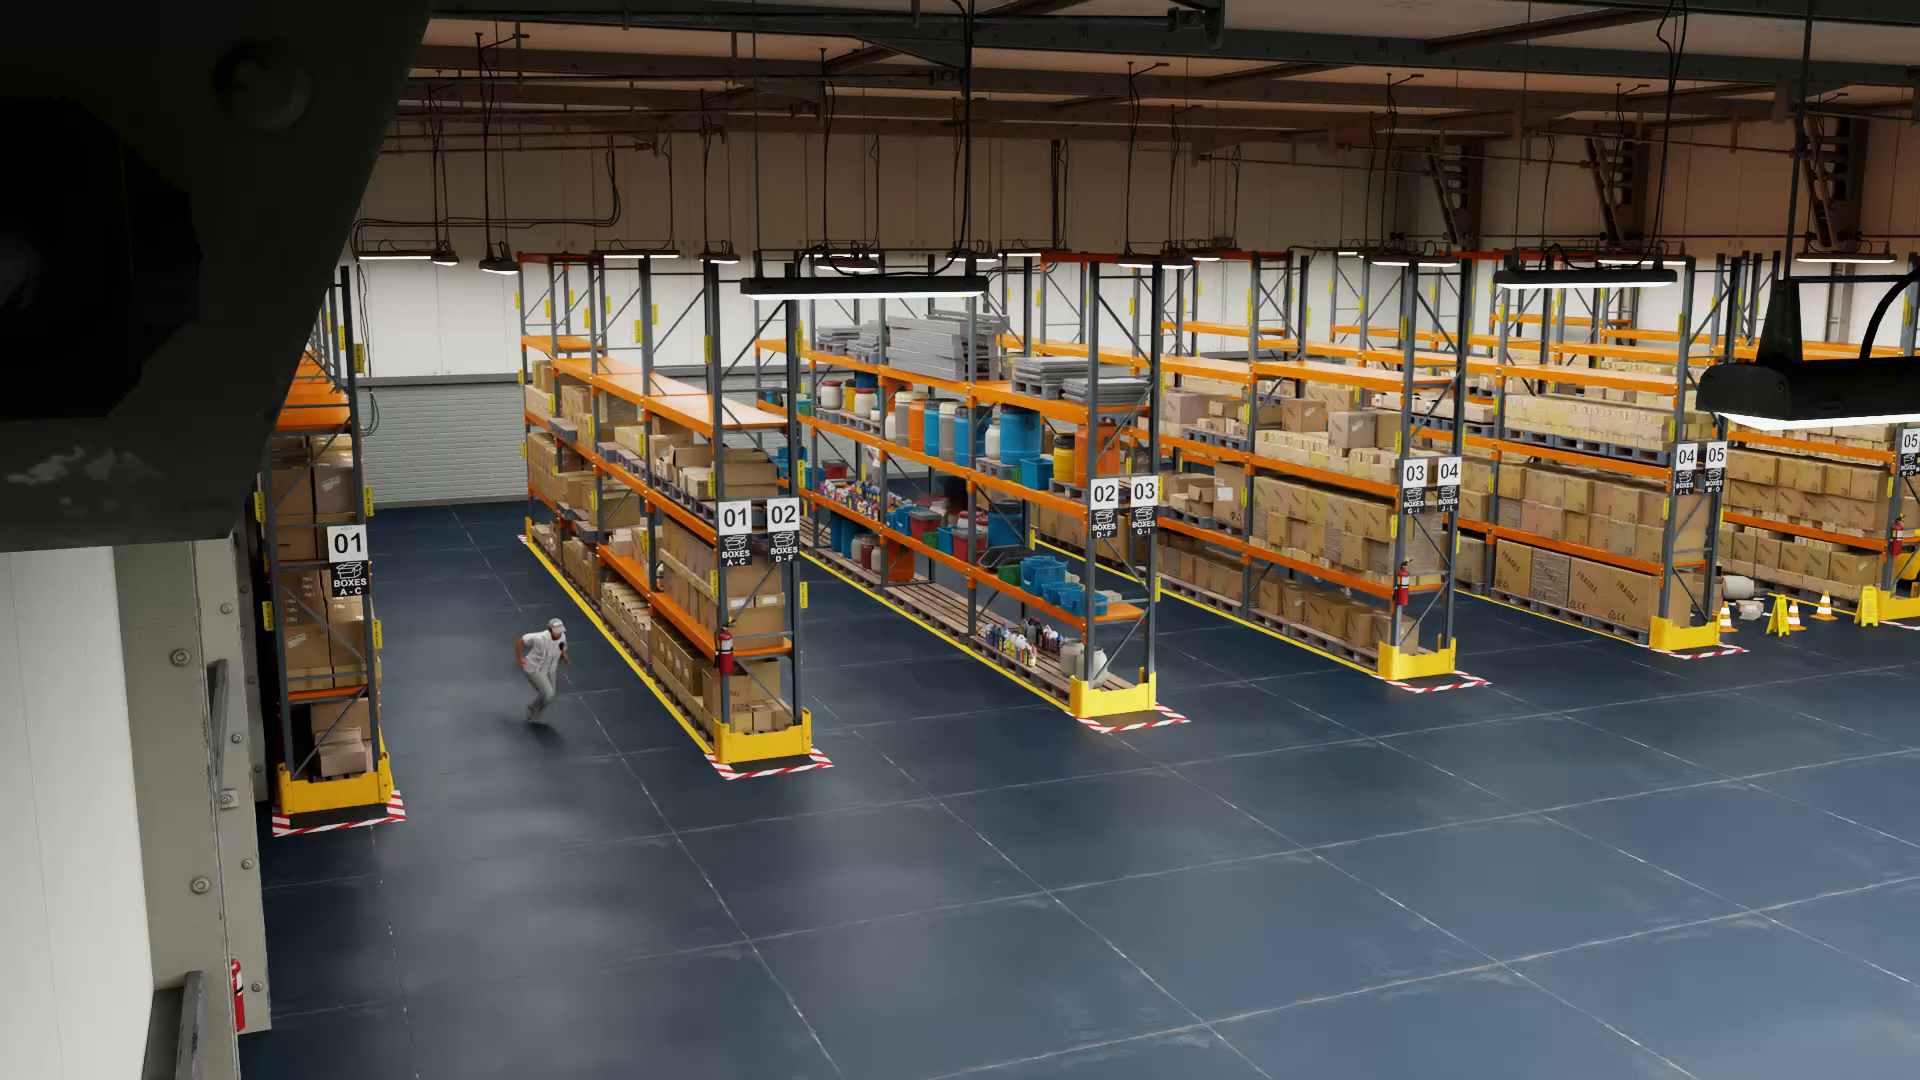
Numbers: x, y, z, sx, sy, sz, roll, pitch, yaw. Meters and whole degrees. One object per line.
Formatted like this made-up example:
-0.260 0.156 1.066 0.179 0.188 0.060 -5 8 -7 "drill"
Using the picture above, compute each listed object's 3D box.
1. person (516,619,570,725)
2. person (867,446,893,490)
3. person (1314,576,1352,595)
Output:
-5.397 1.719 21.492 0.864 1.496 0.636 8 13 36 "person"
-1.967 -1.688 39.565 0.837 1.742 0.568 -1 10 -6 "person"
6.735 0.138 29.873 0.565 1.593 0.922 -8 13 -38 "person"
